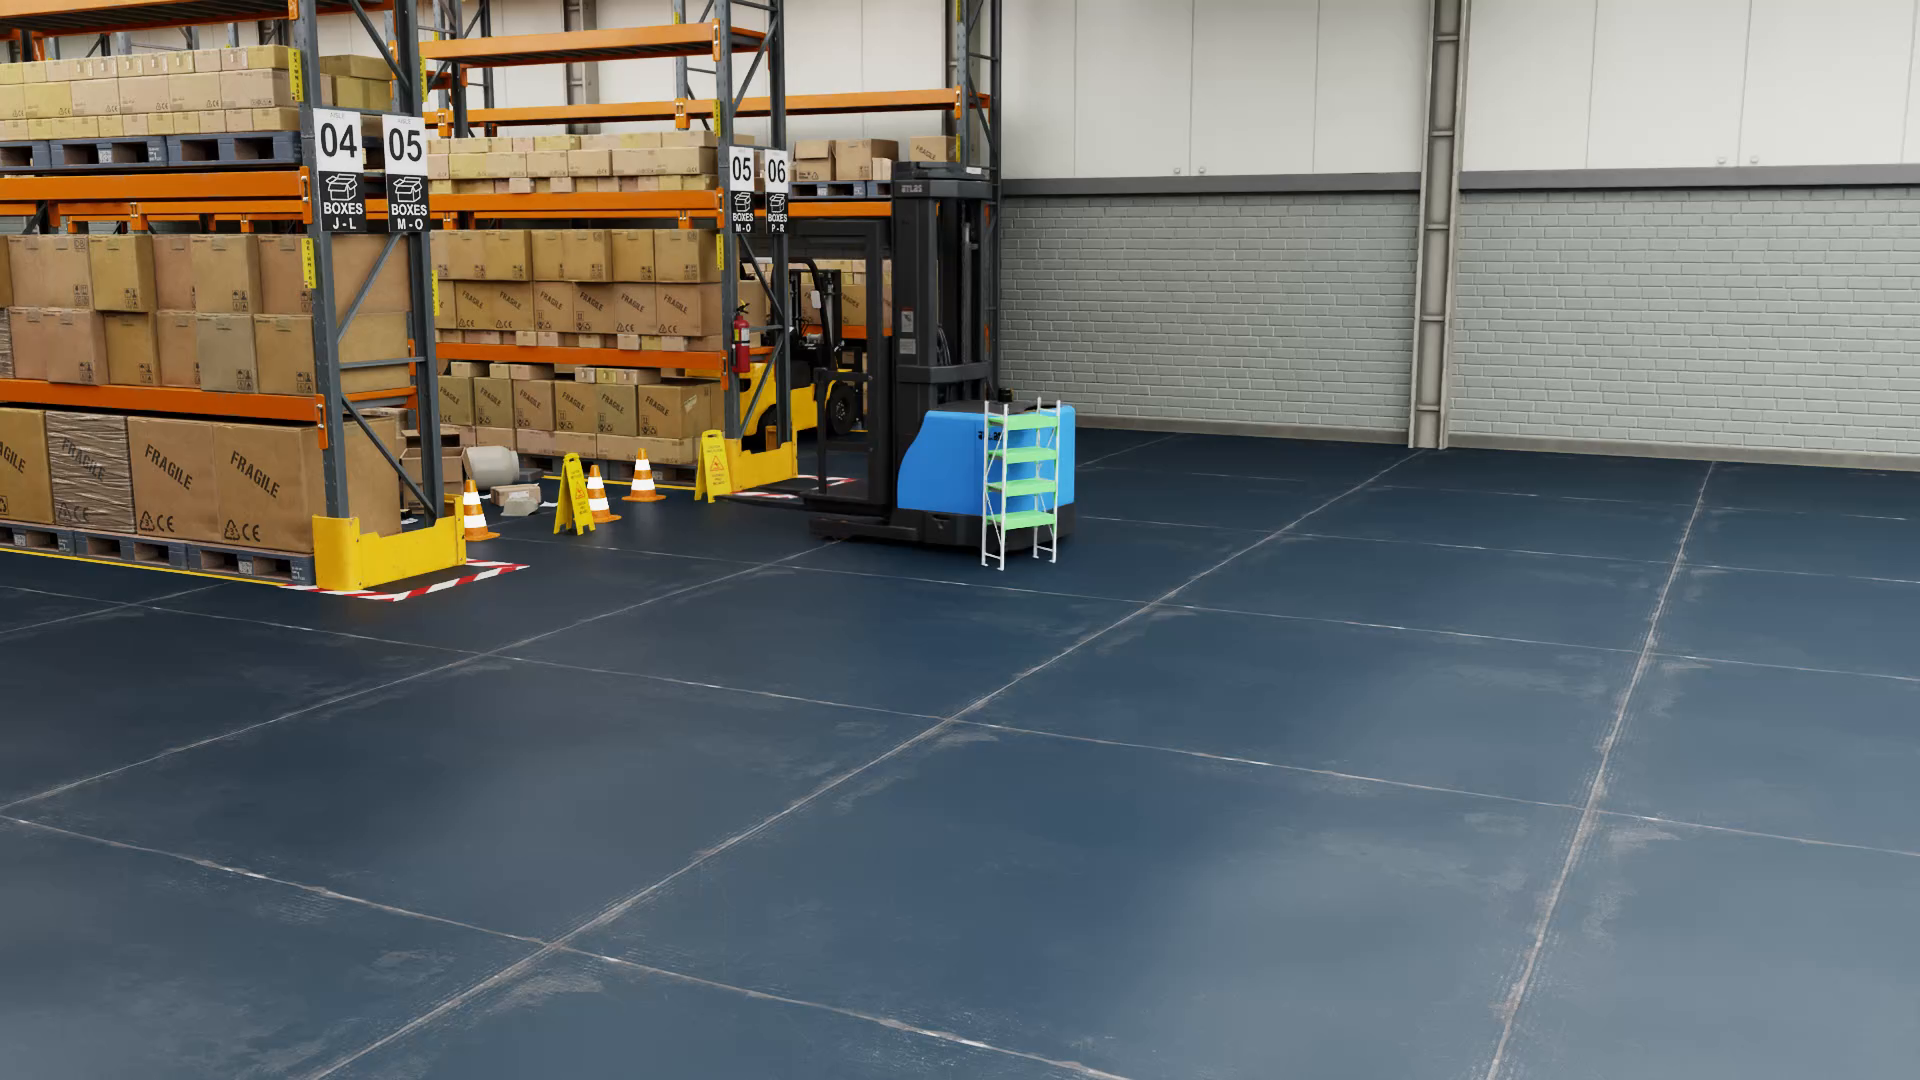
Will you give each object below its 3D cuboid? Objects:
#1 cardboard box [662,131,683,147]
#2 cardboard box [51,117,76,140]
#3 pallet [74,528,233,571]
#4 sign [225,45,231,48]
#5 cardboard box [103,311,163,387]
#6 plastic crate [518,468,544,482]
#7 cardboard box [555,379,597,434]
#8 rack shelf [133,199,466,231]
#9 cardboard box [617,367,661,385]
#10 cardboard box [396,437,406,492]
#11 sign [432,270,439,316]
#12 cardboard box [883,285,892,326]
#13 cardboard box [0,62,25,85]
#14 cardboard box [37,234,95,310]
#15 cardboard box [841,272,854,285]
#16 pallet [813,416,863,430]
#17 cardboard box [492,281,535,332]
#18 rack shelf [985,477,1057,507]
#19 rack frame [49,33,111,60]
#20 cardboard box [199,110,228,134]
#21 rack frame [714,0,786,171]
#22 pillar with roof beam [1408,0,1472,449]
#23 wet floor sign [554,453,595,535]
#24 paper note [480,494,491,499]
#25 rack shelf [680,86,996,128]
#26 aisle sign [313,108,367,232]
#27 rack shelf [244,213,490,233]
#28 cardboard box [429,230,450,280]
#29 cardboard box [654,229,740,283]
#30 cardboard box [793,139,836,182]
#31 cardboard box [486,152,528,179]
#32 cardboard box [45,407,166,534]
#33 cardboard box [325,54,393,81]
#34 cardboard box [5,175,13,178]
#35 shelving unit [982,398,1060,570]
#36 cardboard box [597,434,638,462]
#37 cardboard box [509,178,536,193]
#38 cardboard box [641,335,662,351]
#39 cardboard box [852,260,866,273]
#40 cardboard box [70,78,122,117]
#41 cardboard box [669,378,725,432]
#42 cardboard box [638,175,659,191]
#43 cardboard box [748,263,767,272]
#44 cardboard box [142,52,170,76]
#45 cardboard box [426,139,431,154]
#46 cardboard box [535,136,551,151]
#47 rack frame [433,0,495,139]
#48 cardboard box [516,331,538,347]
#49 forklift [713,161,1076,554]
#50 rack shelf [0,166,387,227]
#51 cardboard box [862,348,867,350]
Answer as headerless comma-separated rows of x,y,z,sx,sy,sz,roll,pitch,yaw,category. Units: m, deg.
-2.605,-3.780,15.736,0.250,0.149,0.380,5,12,27,cardboard box
-6.325,-2.971,12.046,0.250,0.149,0.380,5,11,26,cardboard box
-5.899,-0.005,12.666,1.213,0.211,1.003,5,11,26,pallet
-10.782,-7.133,24.530,0.005,0.325,0.100,5,11,26,sign
-5.853,-1.465,12.484,0.500,0.550,0.875,5,11,26,cardboard box
-4.499,-0.653,16.613,0.583,0.080,0.402,1,10,6,plastic crate
-3.710,-1.355,16.728,0.500,0.500,0.500,5,11,24,cardboard box
-7.338,-3.624,18.428,4.000,0.370,1.077,5,11,26,rack shelf
-3.150,-1.610,16.321,0.250,0.149,0.380,5,12,27,cardboard box
-5.495,-0.674,15.159,0.503,0.637,0.797,5,11,26,cardboard box
-3.806,-1.784,12.009,0.005,0.325,0.100,5,11,26,sign
-0.783,-2.910,20.608,0.500,0.500,0.500,5,12,28,cardboard box
-6.784,-3.403,12.196,0.250,0.149,0.380,5,11,25,cardboard box
-6.360,-2.027,12.554,0.550,0.550,0.875,5,11,26,cardboard box
-1.360,-3.270,20.774,0.250,0.149,0.380,5,11,26,cardboard box
-1.559,-1.600,21.477,1.213,0.211,1.003,5,11,26,pallet
-4.368,-2.383,16.859,0.500,0.500,0.500,5,11,25,cardboard box
0.443,-0.353,12.150,0.480,0.148,0.258,-8,14,-36,rack shelf
-14.113,-7.035,26.832,0.127,3.000,1.000,5,11,26,rack frame
-4.961,-2.851,11.383,0.250,0.149,0.380,5,11,27,cardboard box
-1.957,-4.981,15.484,0.127,3.000,1.000,5,11,26,rack frame
3.486,-4.813,14.553,0.400,9.000,9.100,5,11,26,pillar with roof beam
-3.155,-0.386,13.551,0.232,0.644,0.267,3,11,16,wet floor sign
-4.381,-0.410,15.441,0.148,0.019,0.142,-10,14,-43,paper note
-1.558,-5.381,20.836,4.000,0.370,1.077,5,11,26,rack shelf
-4.126,-2.456,11.079,0.004,0.787,0.394,5,11,26,aisle sign
-8.732,-4.732,24.551,4.000,0.370,1.077,5,11,26,rack shelf
-5.246,-2.962,17.253,0.500,0.500,0.700,5,11,25,cardboard box
-2.512,-2.722,15.924,0.500,0.500,0.700,5,11,24,cardboard box
-1.651,-4.750,20.878,0.637,0.503,0.797,5,12,28,cardboard box
-4.361,-3.734,16.601,0.500,0.250,0.500,5,11,26,cardboard box
-6.301,-0.576,12.775,0.875,0.875,0.875,5,11,26,cardboard box
-4.215,-3.308,11.670,0.250,0.149,0.380,5,11,26,cardboard box
-11.235,-4.391,19.846,0.258,0.266,0.396,6,12,31,cardboard box
0.444,-0.416,12.137,0.503,1.200,0.258,-8,14,-36,shelving unit
-3.262,-0.945,16.573,0.500,0.250,0.500,5,11,26,cardboard box
-4.256,-3.517,16.524,0.250,0.149,0.380,5,11,25,cardboard box
-2.884,-1.927,16.158,0.250,0.149,0.380,5,11,25,cardboard box
-1.133,-3.396,20.637,0.250,0.149,0.380,5,12,27,cardboard box
-5.969,-3.148,11.904,0.500,0.250,0.500,5,11,26,cardboard box
-2.580,-1.361,16.764,0.500,0.500,0.500,5,11,24,cardboard box
-2.862,-3.406,15.907,0.250,0.149,0.380,5,12,28,cardboard box
-2.504,-3.518,21.308,0.250,0.149,0.380,5,12,27,cardboard box
-5.418,-3.284,11.534,0.250,0.149,0.380,5,11,26,cardboard box
-5.406,-4.012,17.019,0.250,0.149,0.380,5,11,25,cardboard box
-3.976,-3.903,16.415,0.250,0.149,0.380,5,12,27,cardboard box
-6.939,-6.404,23.349,0.127,3.000,1.000,5,11,26,rack frame
-4.261,-2.042,16.797,0.250,0.149,0.380,5,11,26,cardboard box
-0.614,-1.505,13.318,3.031,2.935,1.130,6,12,30,forklift
-5.850,-2.510,12.274,4.000,0.370,1.077,5,11,26,rack shelf
-1.461,-2.357,21.566,0.500,0.250,0.500,5,11,25,cardboard box
